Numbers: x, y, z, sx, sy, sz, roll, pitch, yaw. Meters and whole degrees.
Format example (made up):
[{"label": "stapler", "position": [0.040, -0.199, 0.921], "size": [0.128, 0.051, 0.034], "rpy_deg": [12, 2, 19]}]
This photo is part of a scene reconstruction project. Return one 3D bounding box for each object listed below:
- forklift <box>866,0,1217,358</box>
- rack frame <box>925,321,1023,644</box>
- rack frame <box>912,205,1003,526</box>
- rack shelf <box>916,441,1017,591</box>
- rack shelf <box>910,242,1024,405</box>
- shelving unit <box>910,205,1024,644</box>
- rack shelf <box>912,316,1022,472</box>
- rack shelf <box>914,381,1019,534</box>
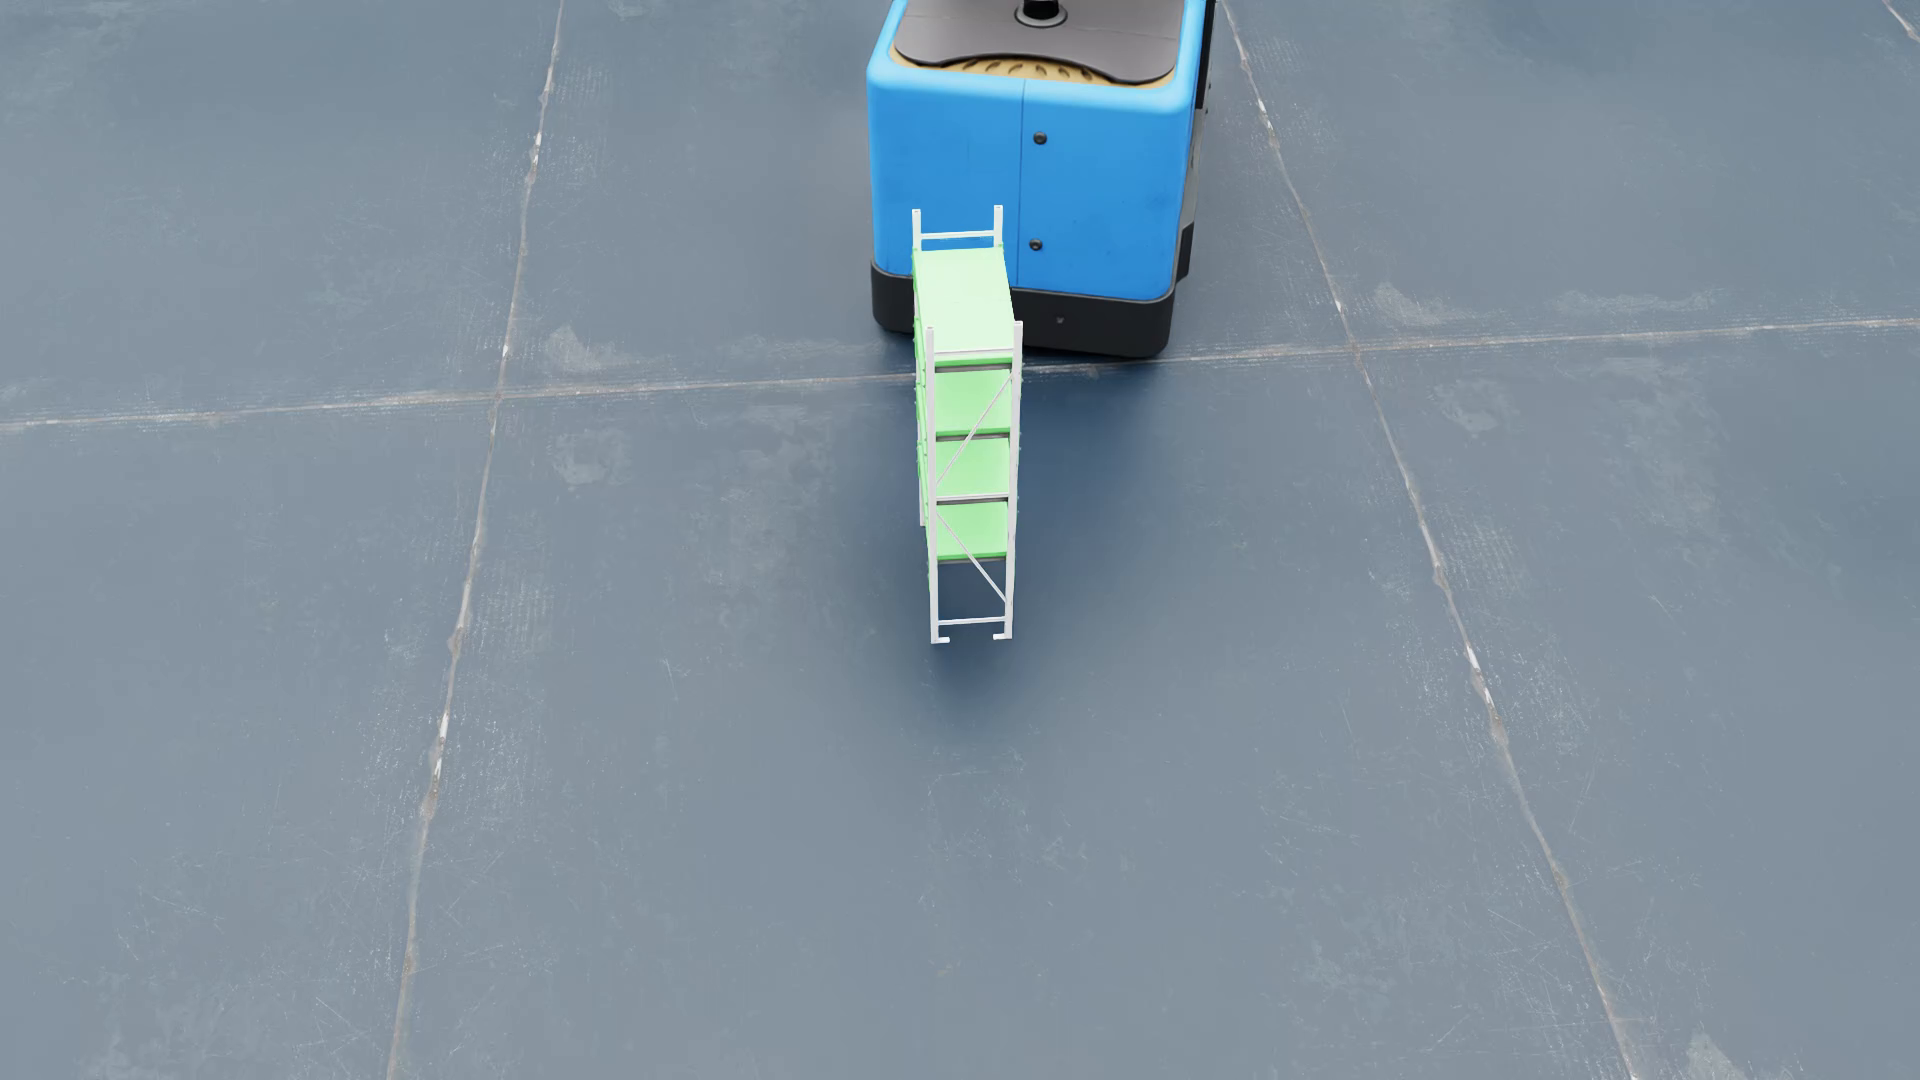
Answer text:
[{"label": "forklift", "position": [0.448, -2.724, 5.811], "size": [1.130, 2.935, 3.031], "rpy_deg": [7, 47, 7]}, {"label": "rack frame", "position": [0.034, -0.116, 4.534], "size": [0.240, 1.200, 0.015], "rpy_deg": [-3, 47, -3]}, {"label": "rack frame", "position": [-0.007, -0.469, 4.868], "size": [0.240, 1.200, 0.015], "rpy_deg": [-3, 47, -3]}, {"label": "rack shelf", "position": [0.014, -0.084, 4.922], "size": [0.258, 0.148, 0.480], "rpy_deg": [-3, 47, -3]}, {"label": "rack shelf", "position": [0.014, -0.579, 4.399], "size": [0.258, 0.148, 0.480], "rpy_deg": [-3, 47, -3]}, {"label": "shelving unit", "position": [0.014, -0.293, 4.701], "size": [0.258, 1.200, 0.503], "rpy_deg": [-3, 47, -3]}, {"label": "rack shelf", "position": [0.014, -0.414, 4.573], "size": [0.258, 0.148, 0.480], "rpy_deg": [-3, 47, -3]}, {"label": "rack shelf", "position": [0.014, -0.249, 4.747], "size": [0.258, 0.148, 0.480], "rpy_deg": [-3, 47, -3]}]
